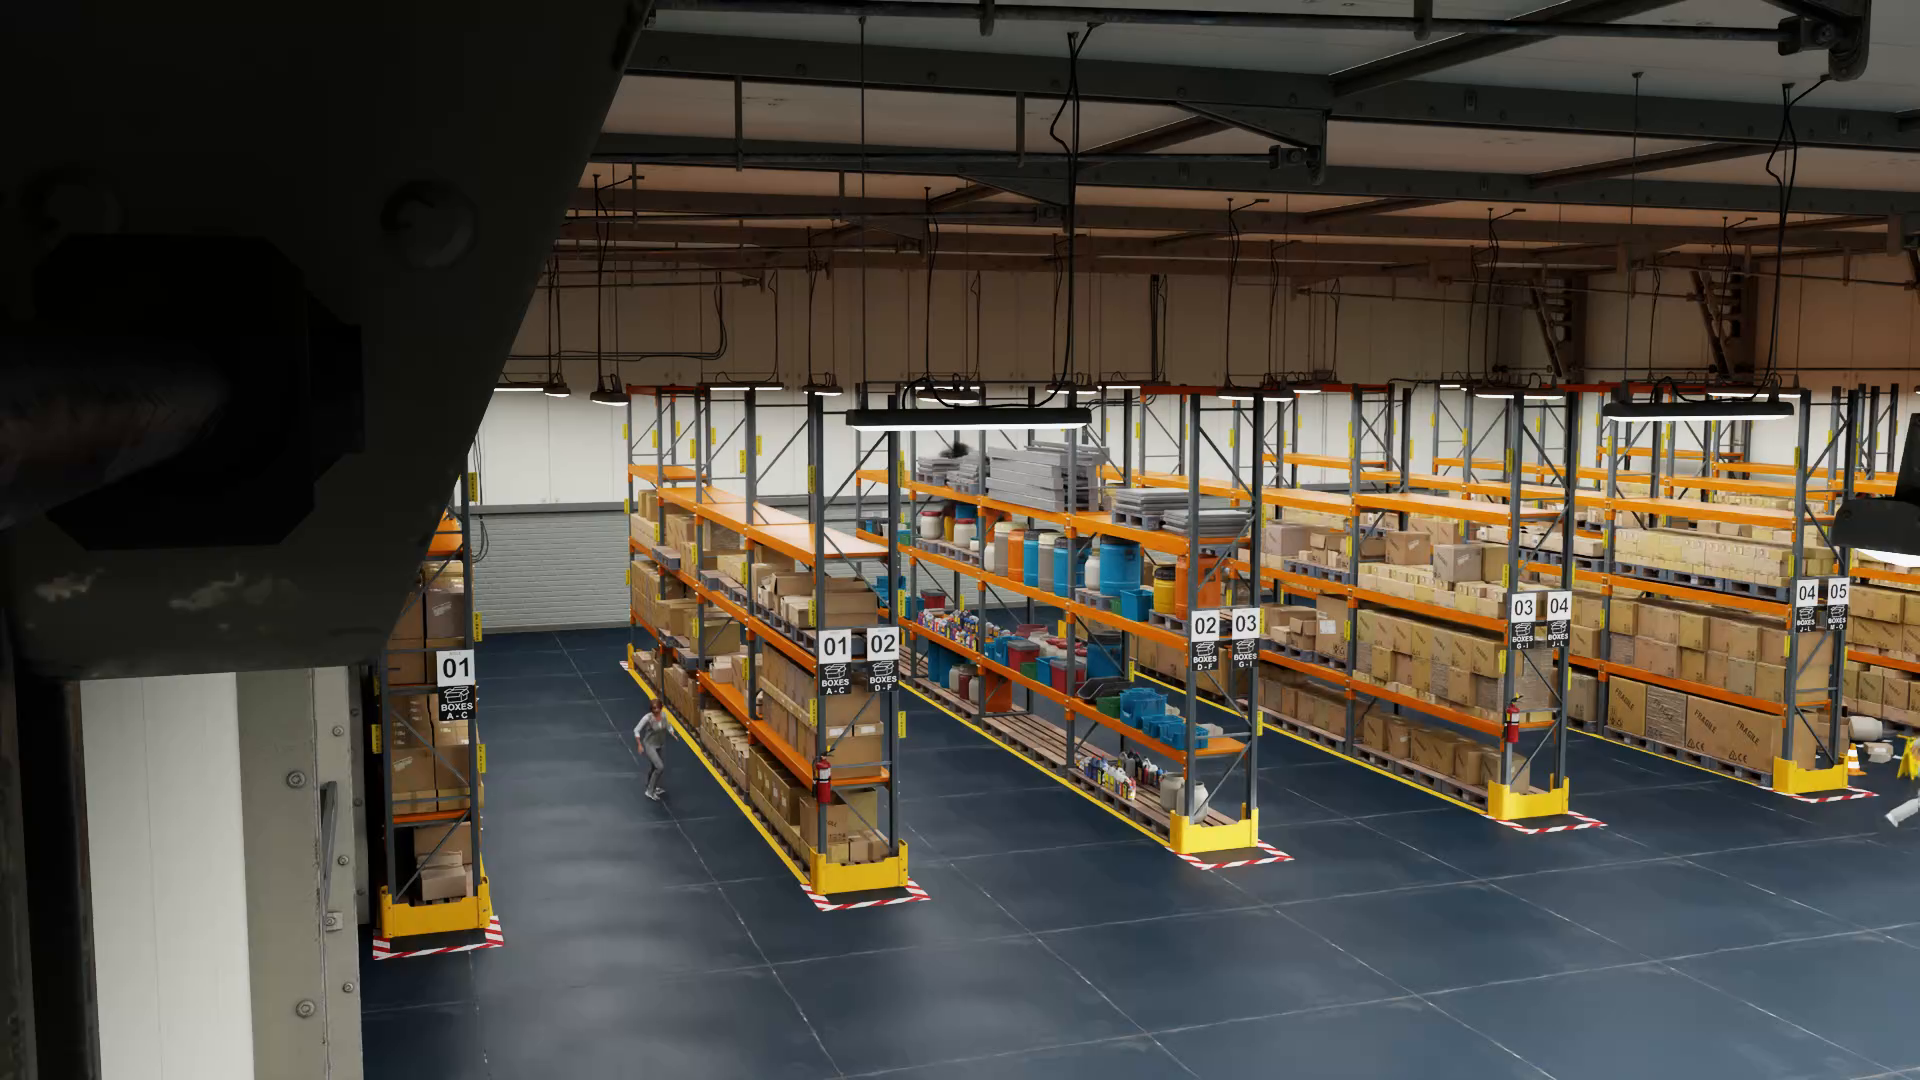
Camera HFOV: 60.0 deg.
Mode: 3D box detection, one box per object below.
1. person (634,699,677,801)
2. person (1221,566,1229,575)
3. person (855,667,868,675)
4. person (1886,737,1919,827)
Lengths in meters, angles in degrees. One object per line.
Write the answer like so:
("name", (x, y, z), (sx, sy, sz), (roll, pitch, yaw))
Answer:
("person", (-4.457, 3.073, 24.496), (0.757, 1.551, 0.555), (4, 7, 31))
("person", (6.364, 1.245, 41.271), (0.690, 1.758, 0.684), (2, 6, 15))
("person", (-1.926, 2.150, 32.299), (0.712, 1.704, 0.773), (0, 6, -3))
("person", (13.018, 3.193, 22.461), (0.844, 1.636, 0.541), (1, 6, 11))
